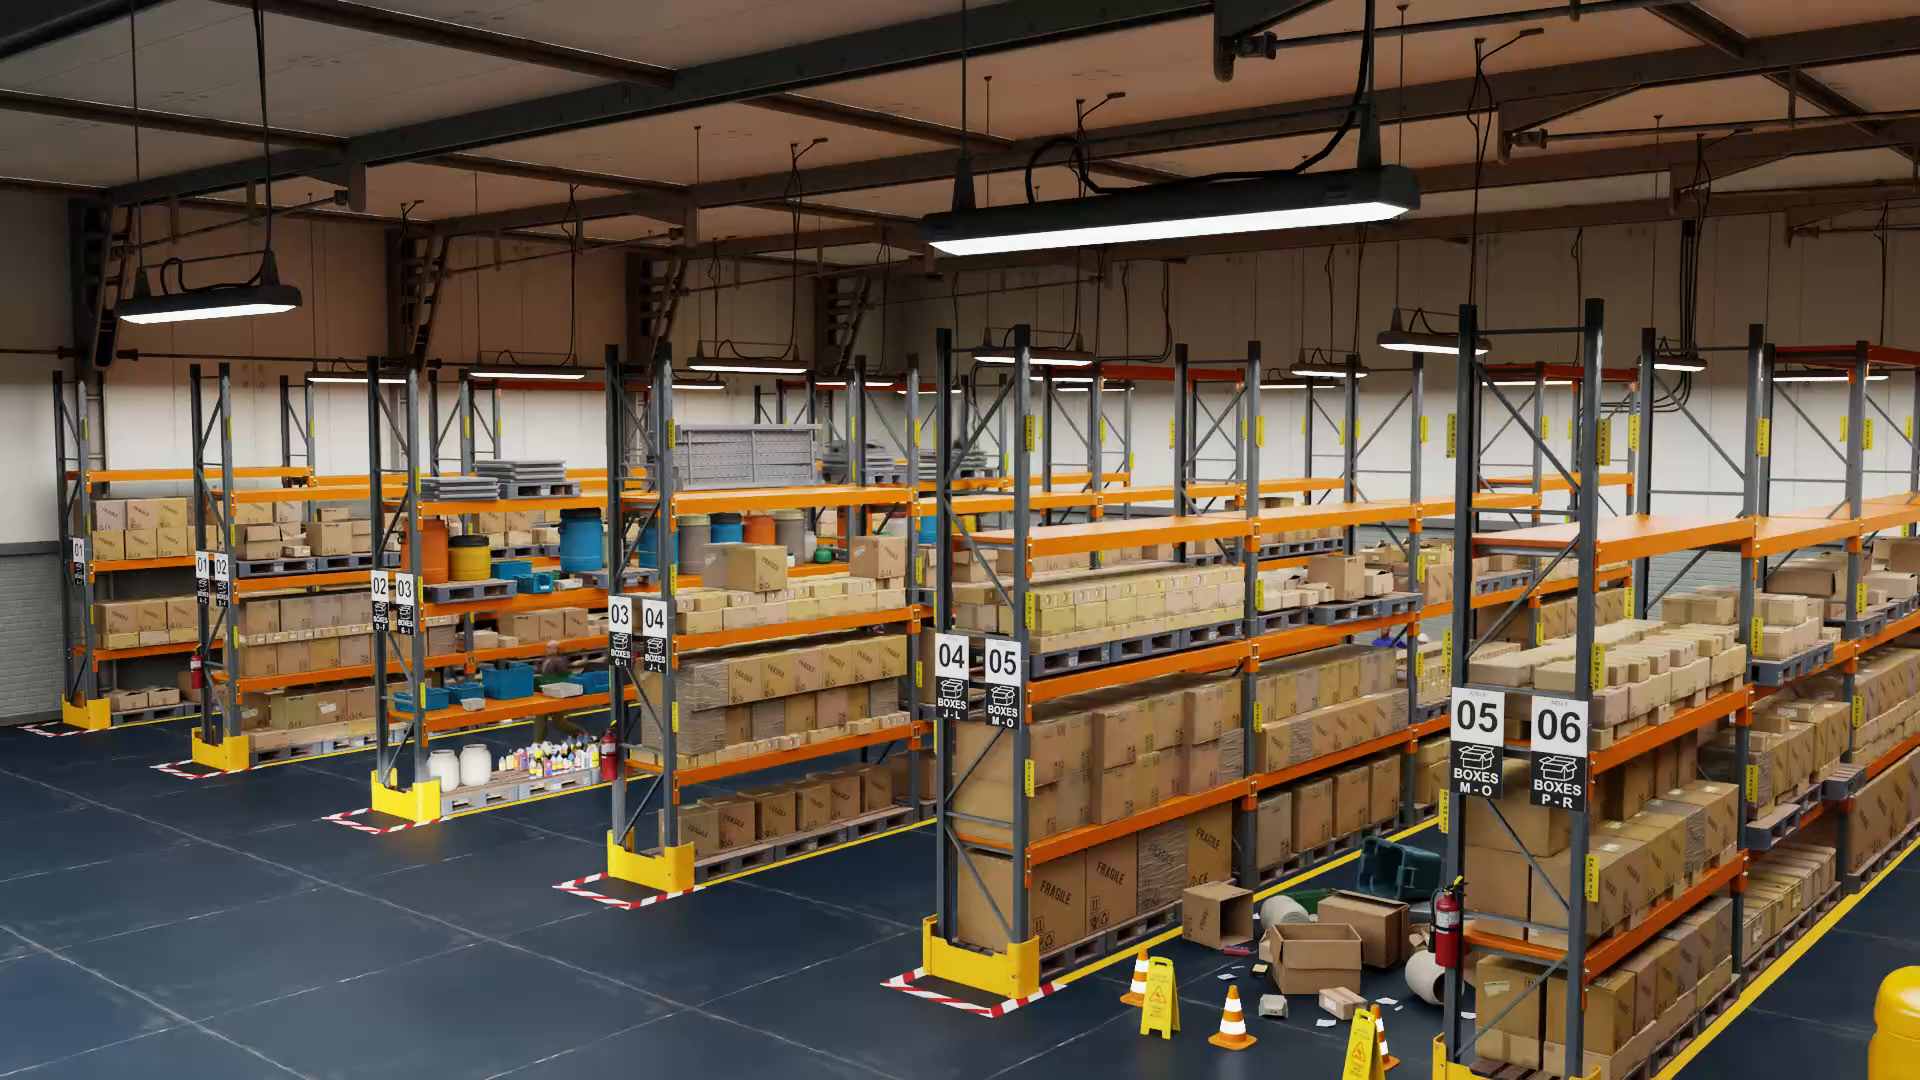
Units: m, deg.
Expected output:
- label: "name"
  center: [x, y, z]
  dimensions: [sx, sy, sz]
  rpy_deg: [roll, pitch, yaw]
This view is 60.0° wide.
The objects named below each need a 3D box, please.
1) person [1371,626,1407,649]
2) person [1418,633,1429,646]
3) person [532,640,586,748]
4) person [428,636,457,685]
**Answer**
- label: "person"
  center: [7.372, 2.279, 28.692]
  dimensions: [0.558, 1.701, 0.715]
  rpy_deg: [3, 5, 38]
- label: "person"
  center: [7.351, 2.380, 26.344]
  dimensions: [0.858, 1.817, 0.636]
  rpy_deg: [-4, 6, -44]
- label: "person"
  center: [-6.233, 2.427, 25.521]
  dimensions: [0.707, 1.794, 1.049]
  rpy_deg: [4, 6, 42]
- label: "person"
  center: [-9.475, 2.166, 30.116]
  dimensions: [0.582, 1.651, 0.652]
  rpy_deg: [3, 5, 37]
